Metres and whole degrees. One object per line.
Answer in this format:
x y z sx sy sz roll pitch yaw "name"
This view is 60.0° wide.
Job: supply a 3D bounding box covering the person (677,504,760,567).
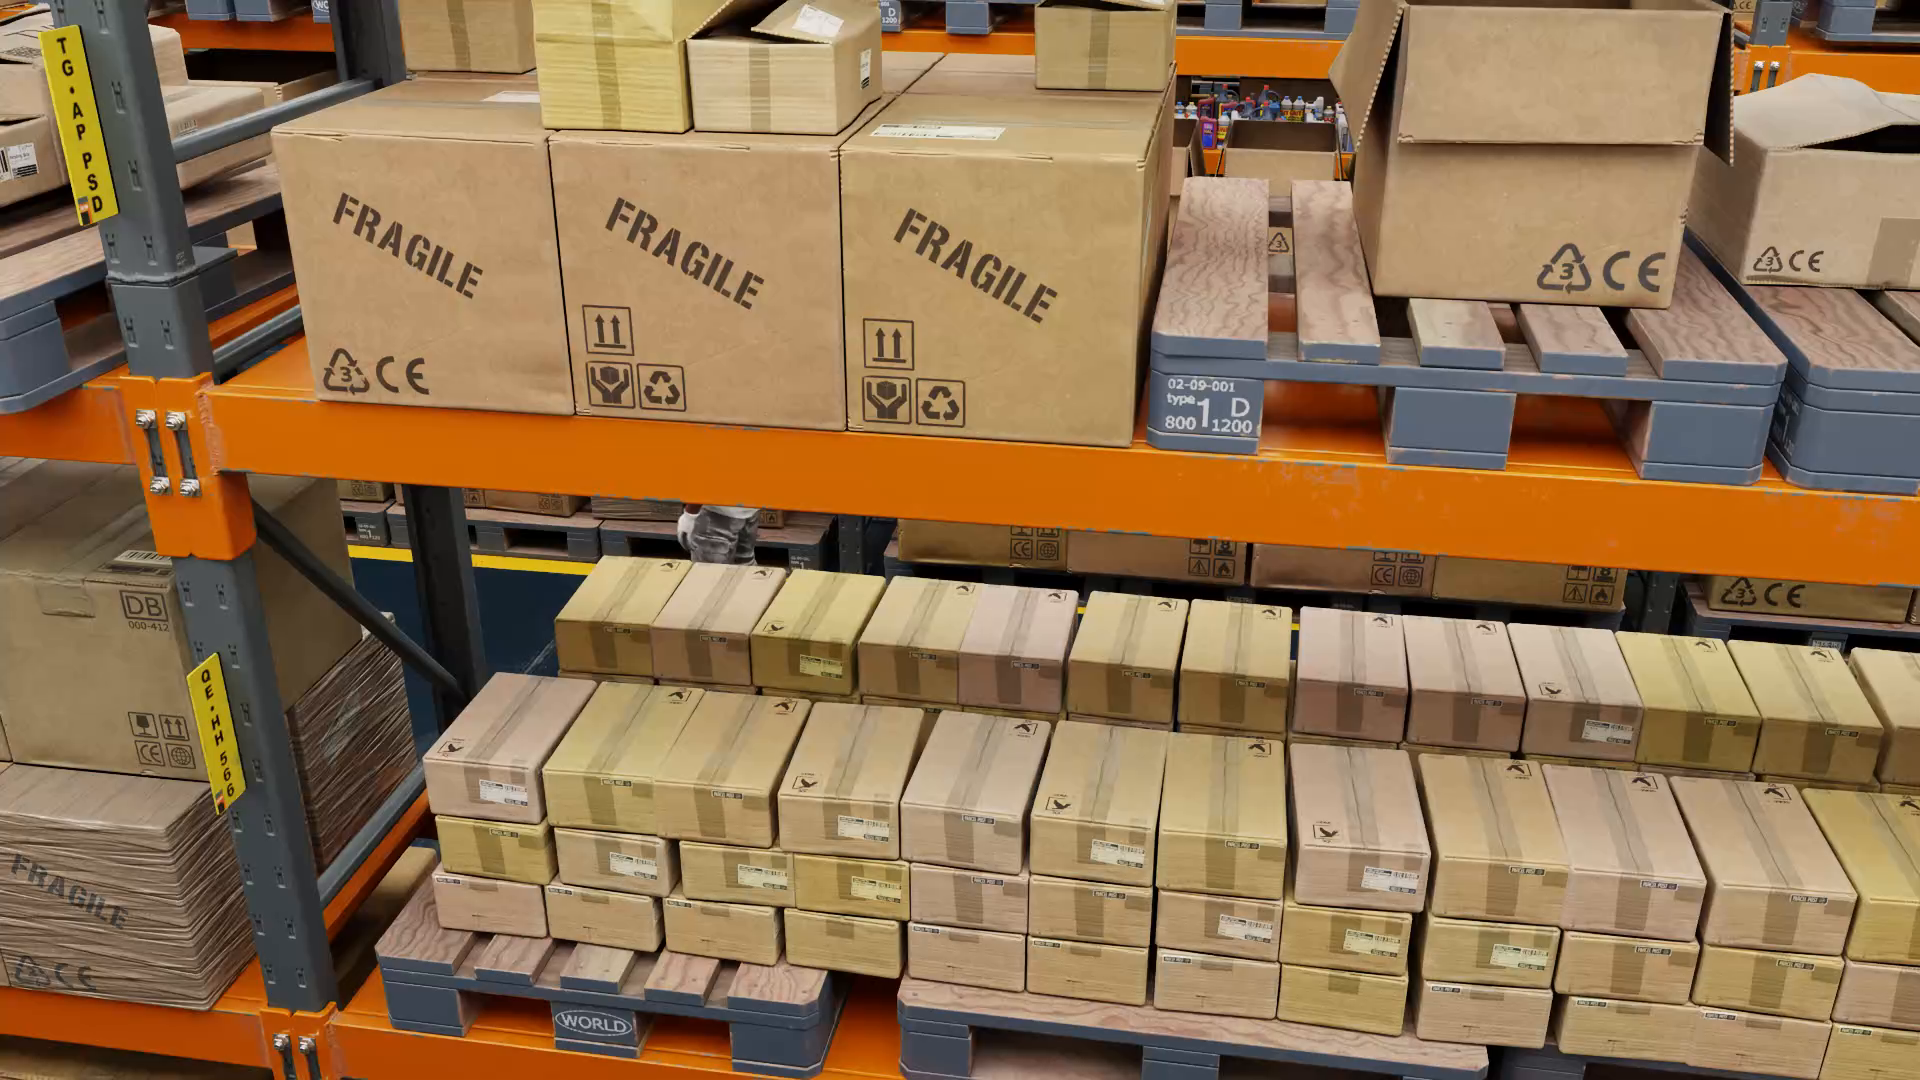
-1.089 -0.197 7.520 0.443 1.775 0.631 7 26 15 "person"
